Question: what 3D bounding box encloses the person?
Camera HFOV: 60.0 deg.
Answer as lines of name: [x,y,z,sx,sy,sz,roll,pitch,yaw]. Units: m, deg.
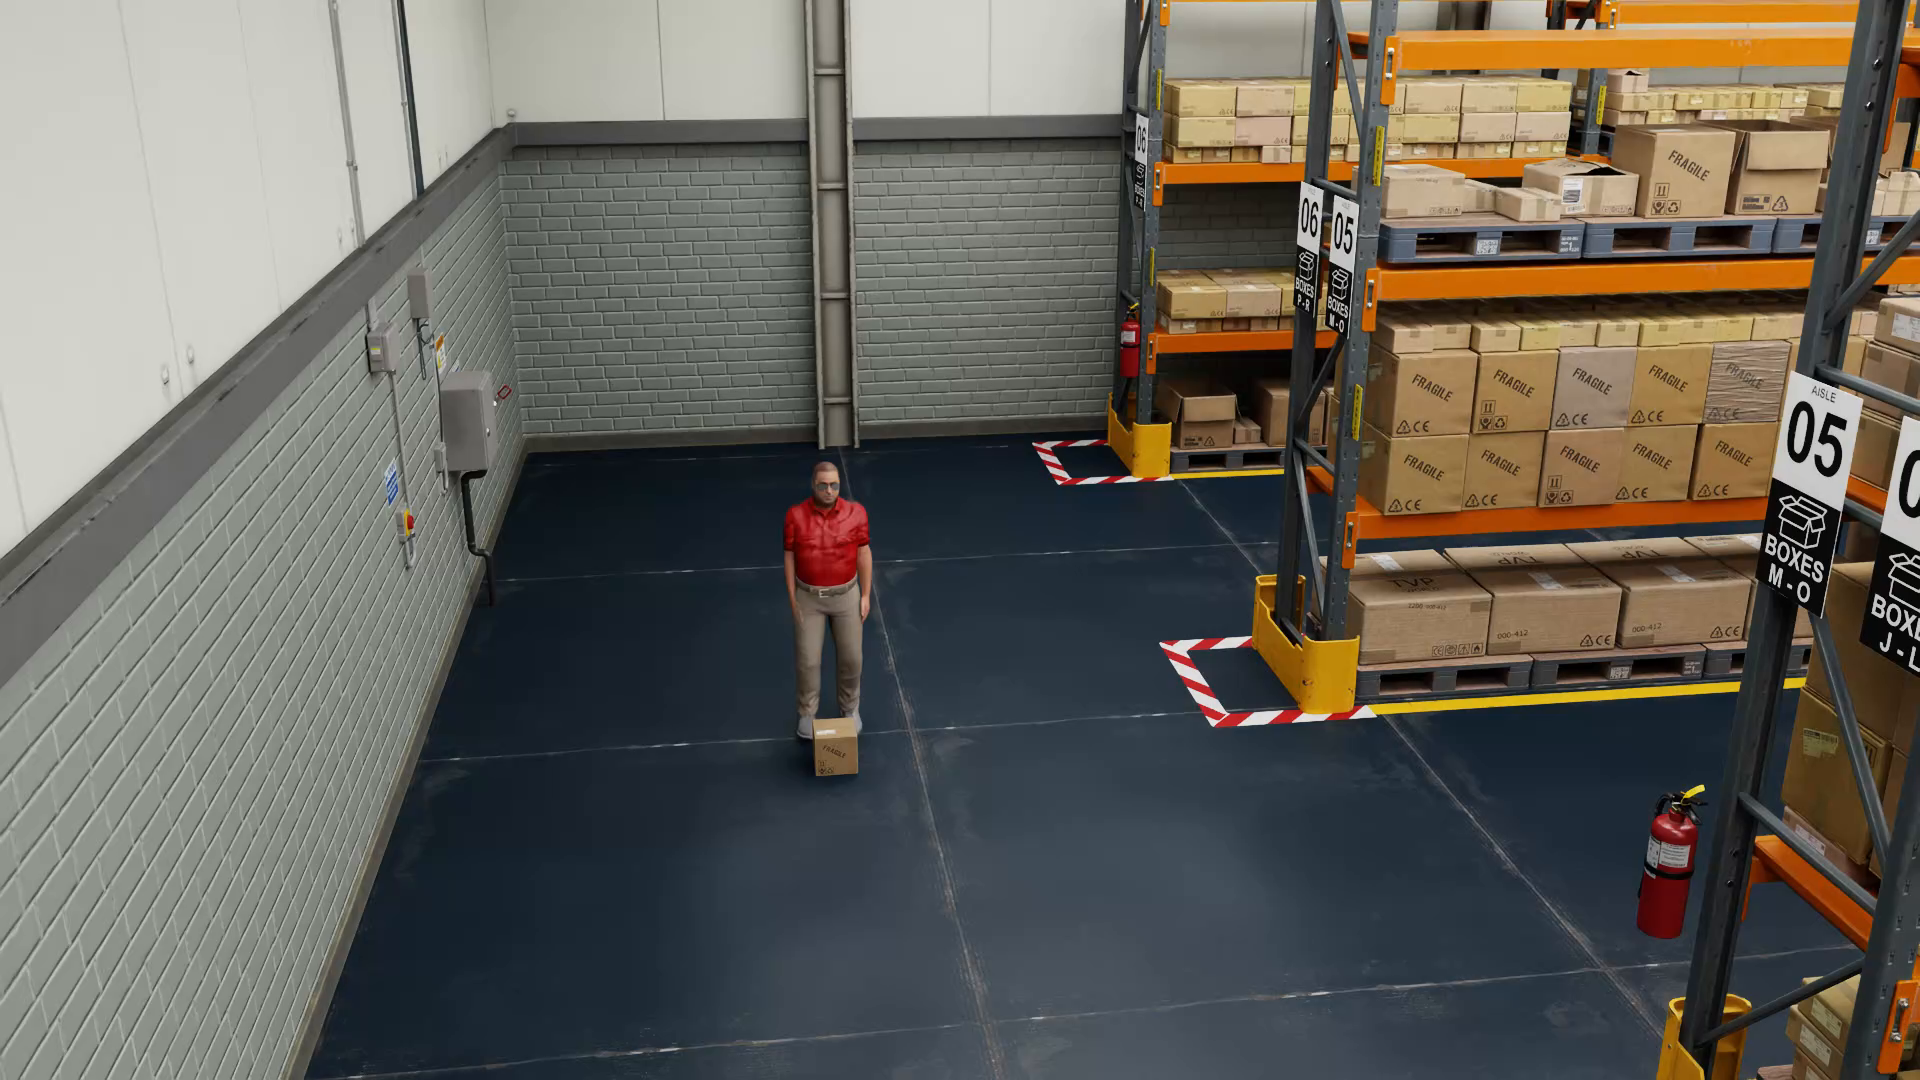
person: [-0.793,0.372,10.109,0.529,1.738,0.359,-3,20,-7]
